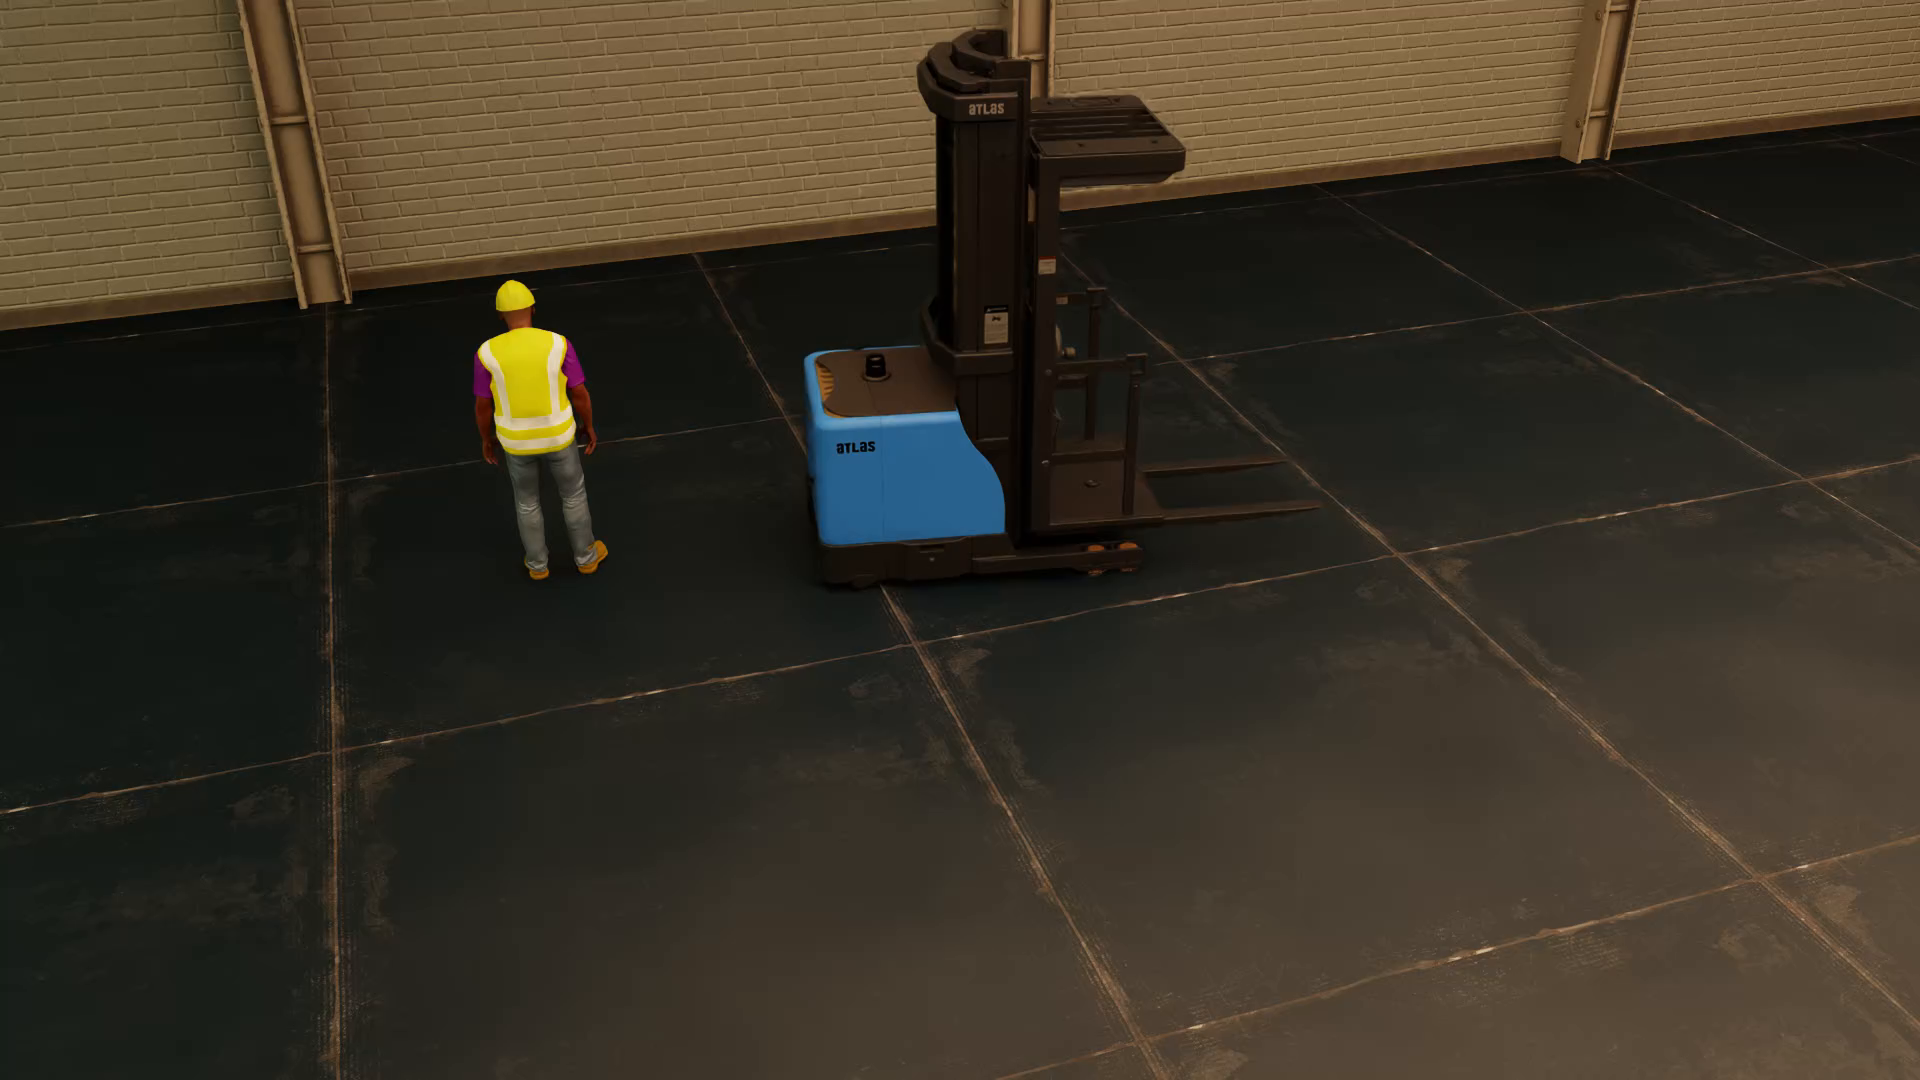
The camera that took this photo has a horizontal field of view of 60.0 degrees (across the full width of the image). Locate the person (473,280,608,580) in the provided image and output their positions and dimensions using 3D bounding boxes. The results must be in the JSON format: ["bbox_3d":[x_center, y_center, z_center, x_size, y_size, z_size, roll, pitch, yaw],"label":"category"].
[{"bbox_3d":[-2.362,-0.598,9.306,0.630,1.759,0.460,-6,31,-11],"label":"person"}]

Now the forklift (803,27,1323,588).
[{"bbox_3d":[0.624,-1.329,9.396,3.031,2.935,1.130,-4,30,-8],"label":"forklift"}]
